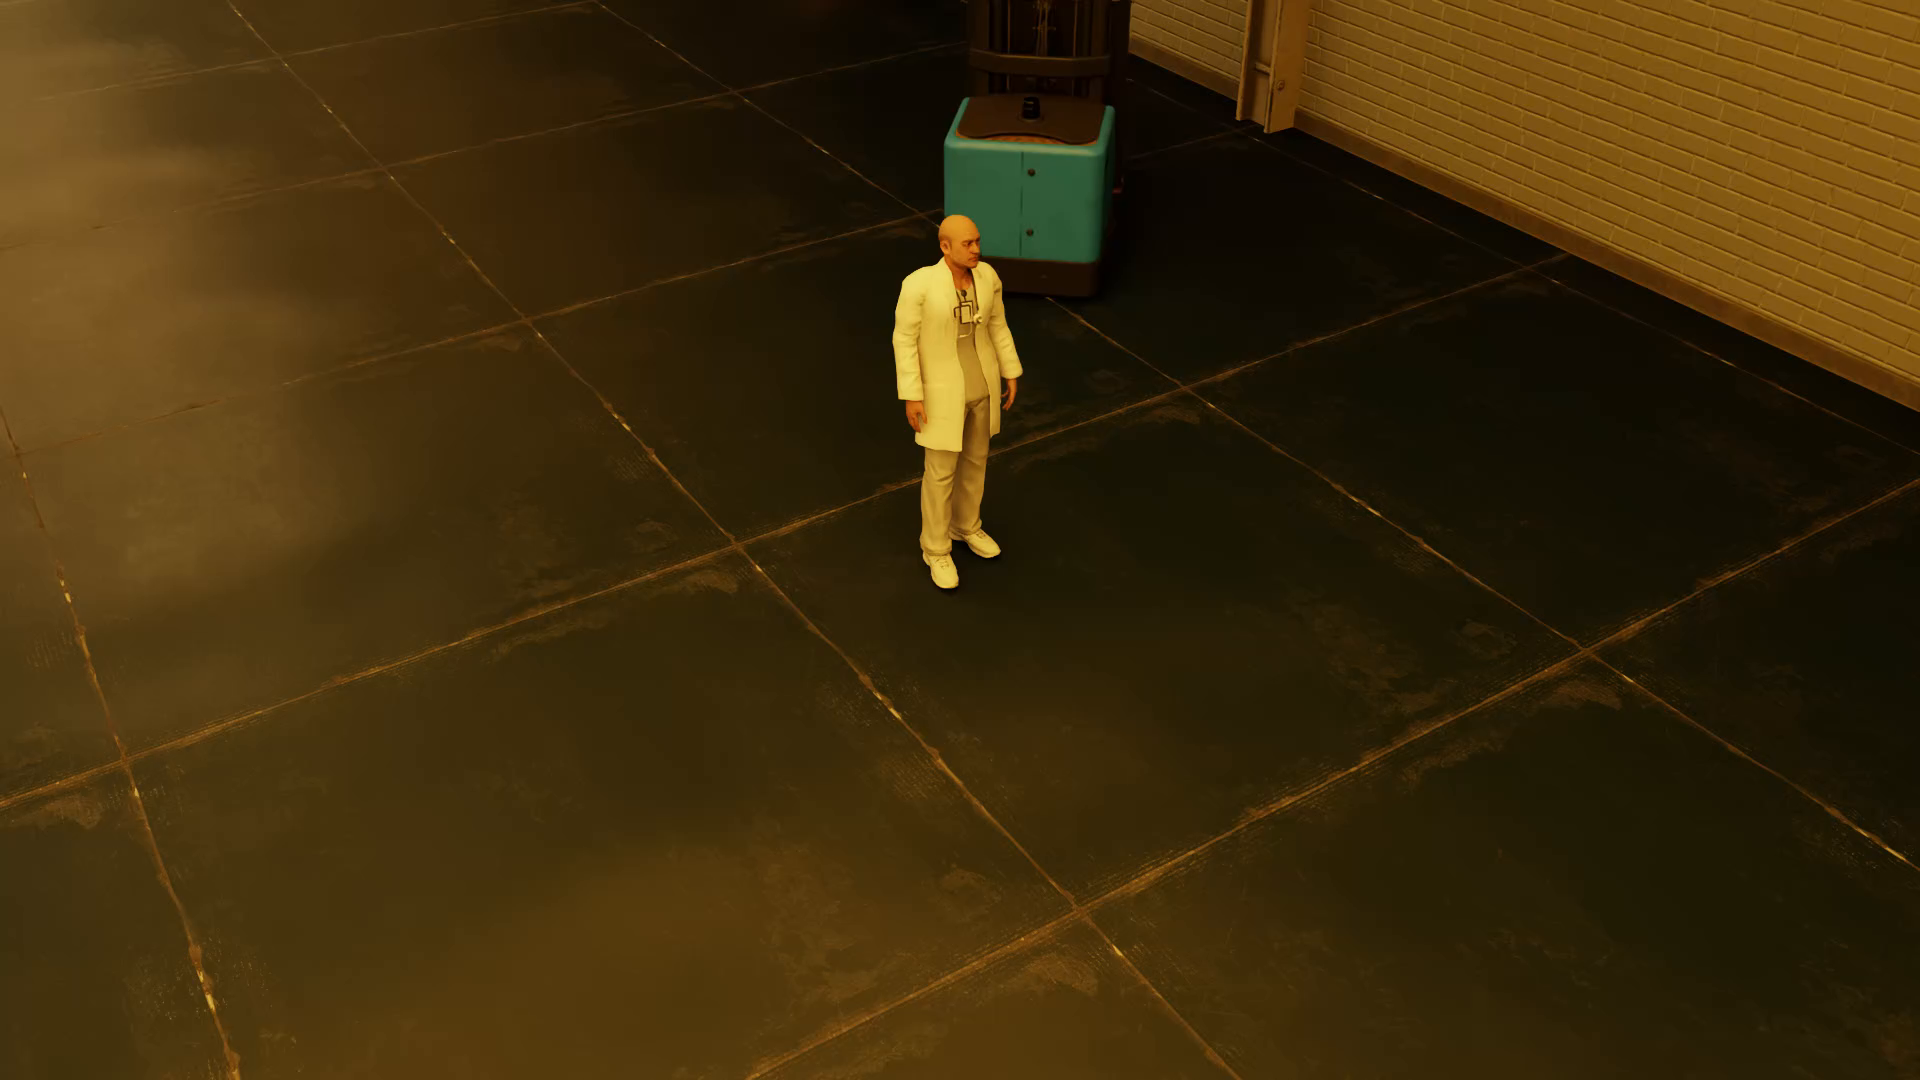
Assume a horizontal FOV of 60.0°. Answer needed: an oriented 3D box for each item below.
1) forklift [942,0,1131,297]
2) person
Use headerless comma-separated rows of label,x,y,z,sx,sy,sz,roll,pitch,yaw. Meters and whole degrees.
forklift,0.628,-3.617,11.296,1.130,2.935,3.031,5,35,7
person,0.047,-0.688,8.117,0.698,1.777,0.578,-21,40,-27
